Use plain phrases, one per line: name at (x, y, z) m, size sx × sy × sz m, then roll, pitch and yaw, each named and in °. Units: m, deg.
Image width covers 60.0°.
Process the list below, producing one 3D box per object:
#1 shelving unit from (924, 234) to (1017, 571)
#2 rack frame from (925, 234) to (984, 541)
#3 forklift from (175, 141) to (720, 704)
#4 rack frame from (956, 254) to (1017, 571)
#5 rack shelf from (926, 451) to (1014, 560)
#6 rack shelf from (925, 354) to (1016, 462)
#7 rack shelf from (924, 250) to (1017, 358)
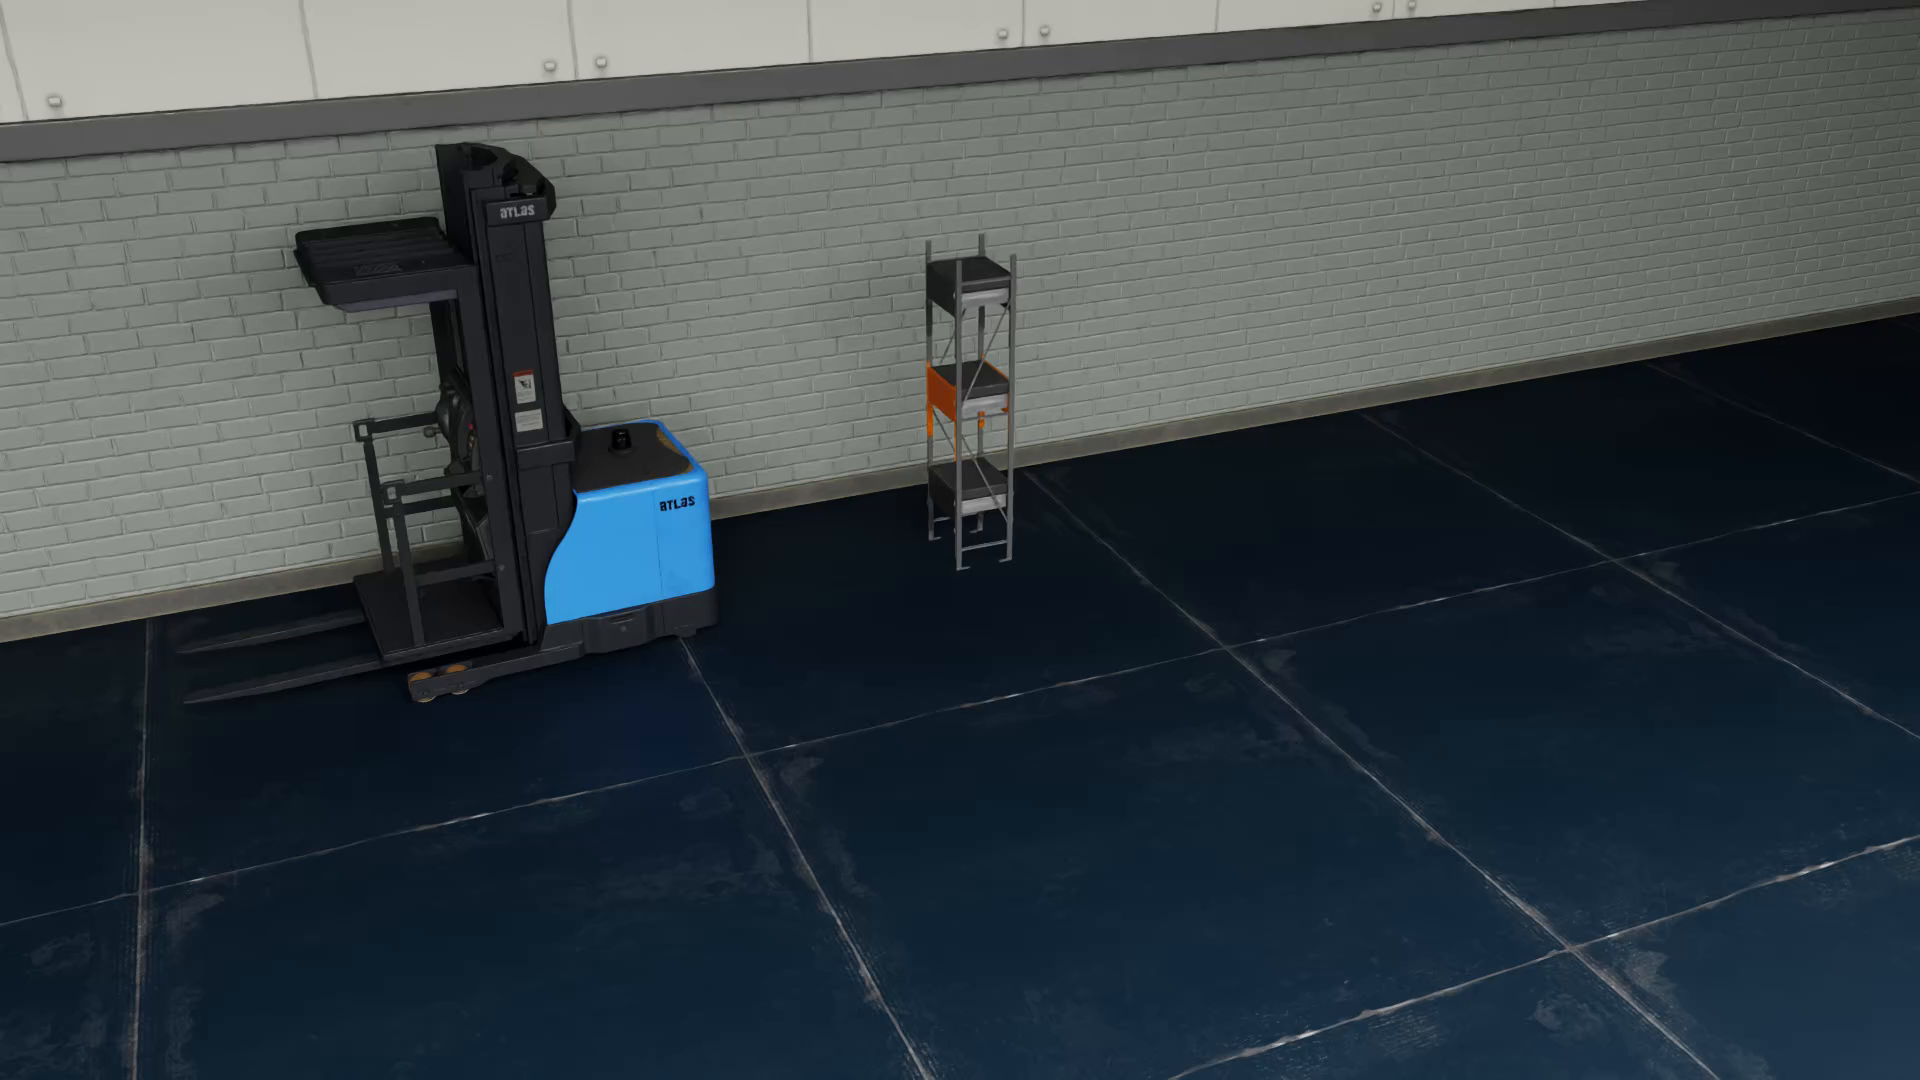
shelving unit at (0.065, -0.877, 10.799) m, size 0.431 × 2.100 × 0.503 m, roll -11°, pitch 28°, yaw -21°
rack frame at (-0.031, -0.975, 11.000) m, size 0.400 × 2.100 × 0.015 m, roll -11°, pitch 28°, yaw -21°
forklift at (-3.032, -0.655, 9.398) m, size 3.031 × 2.935 × 1.130 m, roll -12°, pitch 29°, yaw -24°
rack frame at (0.160, -0.778, 10.597) m, size 0.400 × 2.100 × 0.015 m, roll -11°, pitch 28°, yaw -21°
rack shelf at (0.065, -0.235, 11.112) m, size 0.431 × 0.518 × 0.480 m, roll -11°, pitch 28°, yaw -21°
rack shelf at (0.065, -0.864, 10.805) m, size 0.431 × 0.518 × 0.480 m, roll -11°, pitch 28°, yaw -21°
rack shelf at (0.065, -1.493, 10.497) m, size 0.431 × 0.518 × 0.480 m, roll -11°, pitch 28°, yaw -21°
